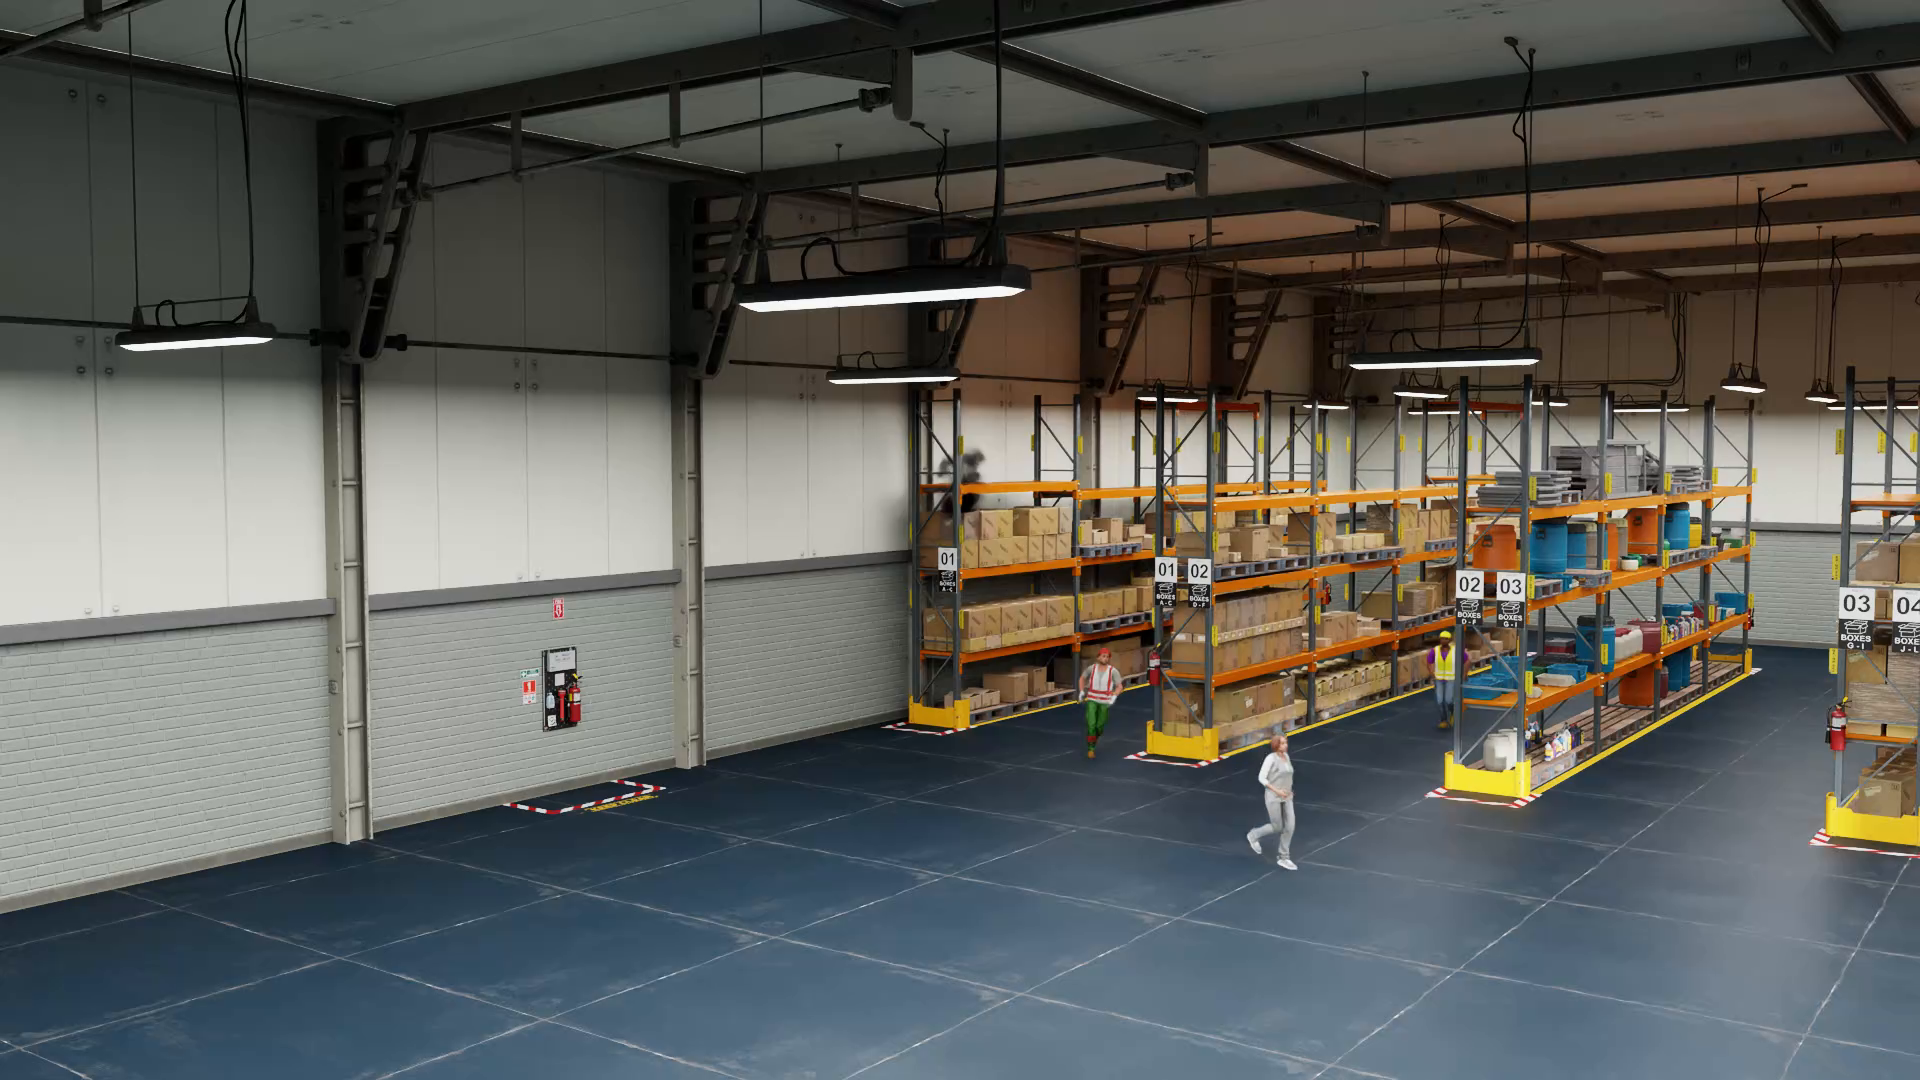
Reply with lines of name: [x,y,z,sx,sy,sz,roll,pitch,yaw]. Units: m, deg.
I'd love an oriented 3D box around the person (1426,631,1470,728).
person: [8.555,2.462,29.263,0.733,1.720,0.582,2,4,27]

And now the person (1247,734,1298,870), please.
person: [3.747,3.095,19.833,0.546,1.583,0.718,-3,4,-38]

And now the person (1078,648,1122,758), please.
person: [2.264,2.609,26.832,0.710,1.747,0.677,0,3,8]
